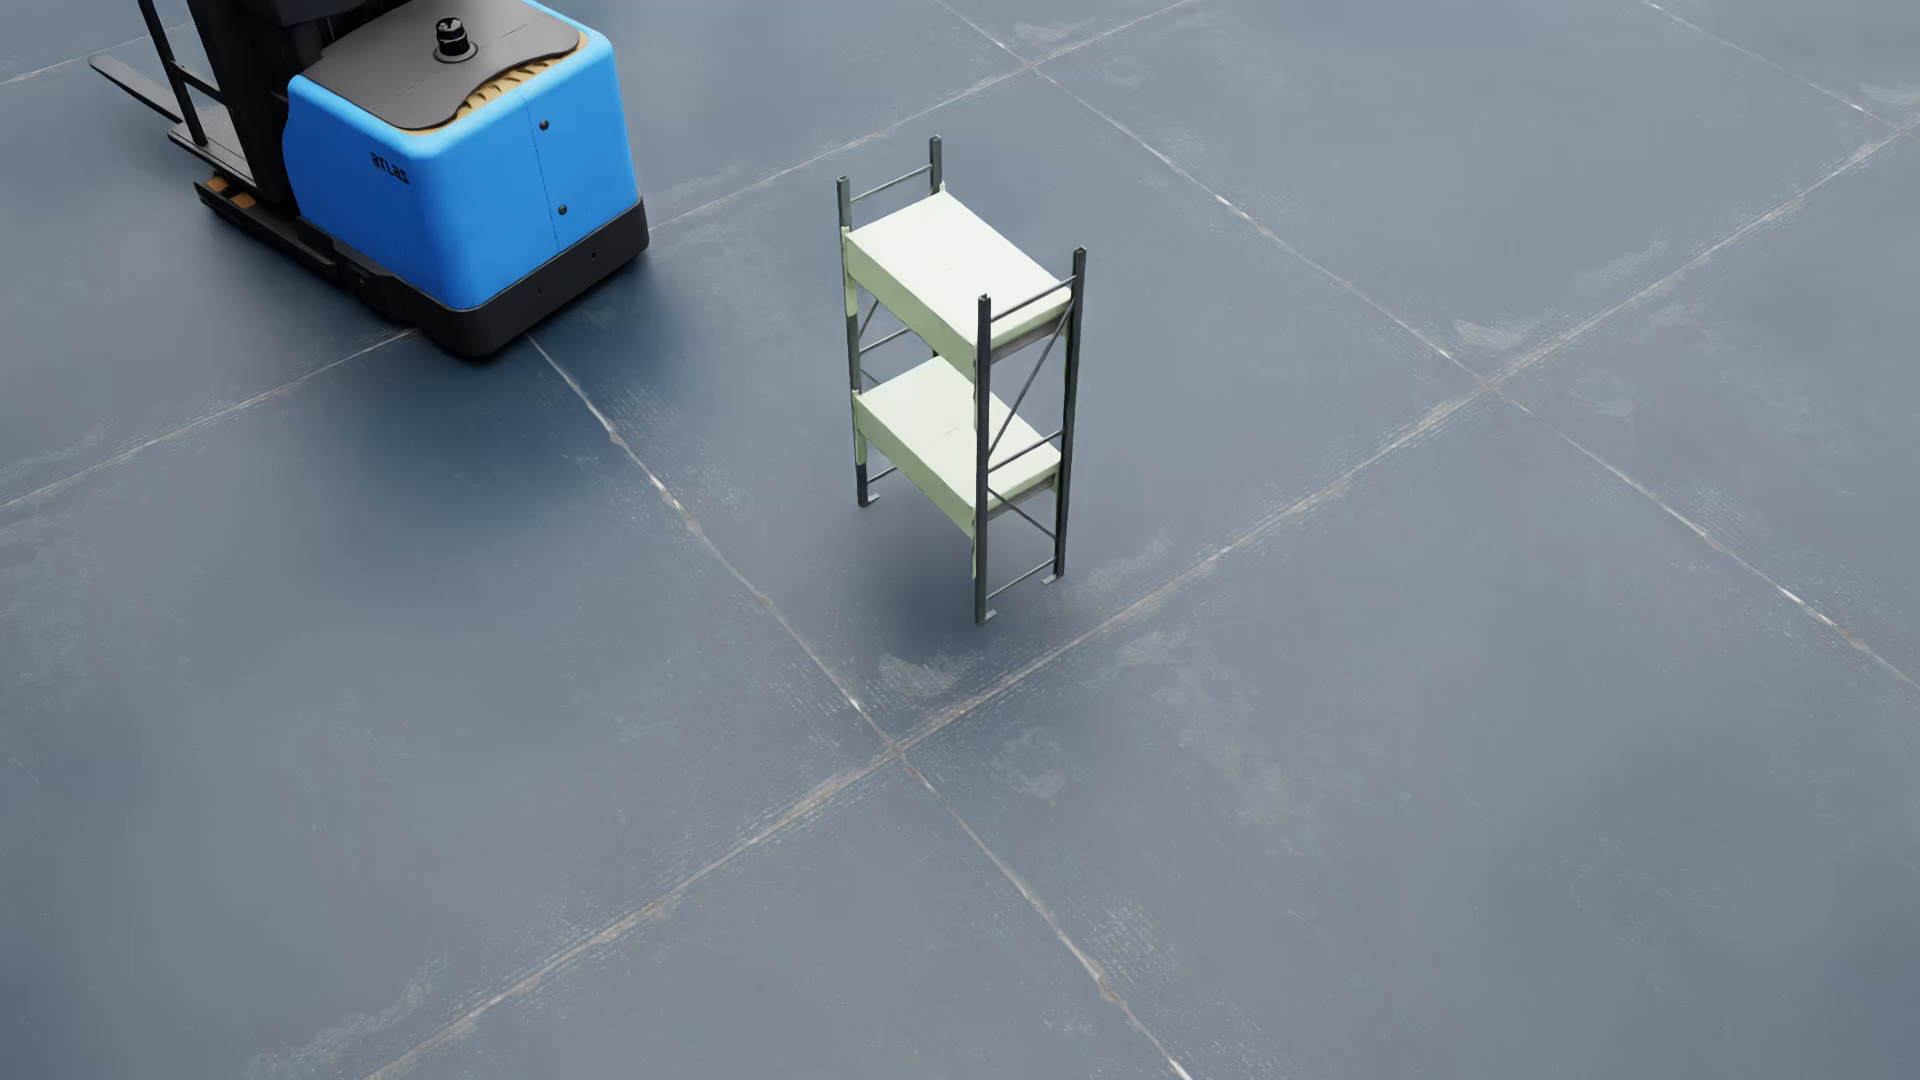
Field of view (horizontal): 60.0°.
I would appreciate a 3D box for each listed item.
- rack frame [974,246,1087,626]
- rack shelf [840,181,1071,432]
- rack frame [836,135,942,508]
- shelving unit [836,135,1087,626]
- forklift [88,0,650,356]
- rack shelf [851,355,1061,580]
[{"bbox_3d":[0.218,-0.292,5.502,0.400,1.500,0.023,-29,54,-24],"label":"rack frame"},{"bbox_3d":[-0.004,-0.770,5.409,0.431,0.370,0.720,-29,54,-24],"label":"rack shelf"},{"bbox_3d":[-0.226,-0.723,5.894,0.400,1.500,0.023,-29,54,-24],"label":"rack frame"},{"bbox_3d":[-0.004,-0.508,5.698,0.431,1.500,0.755,-29,54,-24],"label":"shelving unit"},{"bbox_3d":[-2.839,-2.661,6.684,3.031,2.935,1.130,31,55,25],"label":"forklift"},{"bbox_3d":[-0.004,-0.289,5.939,0.431,0.370,0.720,-29,54,-24],"label":"rack shelf"}]
